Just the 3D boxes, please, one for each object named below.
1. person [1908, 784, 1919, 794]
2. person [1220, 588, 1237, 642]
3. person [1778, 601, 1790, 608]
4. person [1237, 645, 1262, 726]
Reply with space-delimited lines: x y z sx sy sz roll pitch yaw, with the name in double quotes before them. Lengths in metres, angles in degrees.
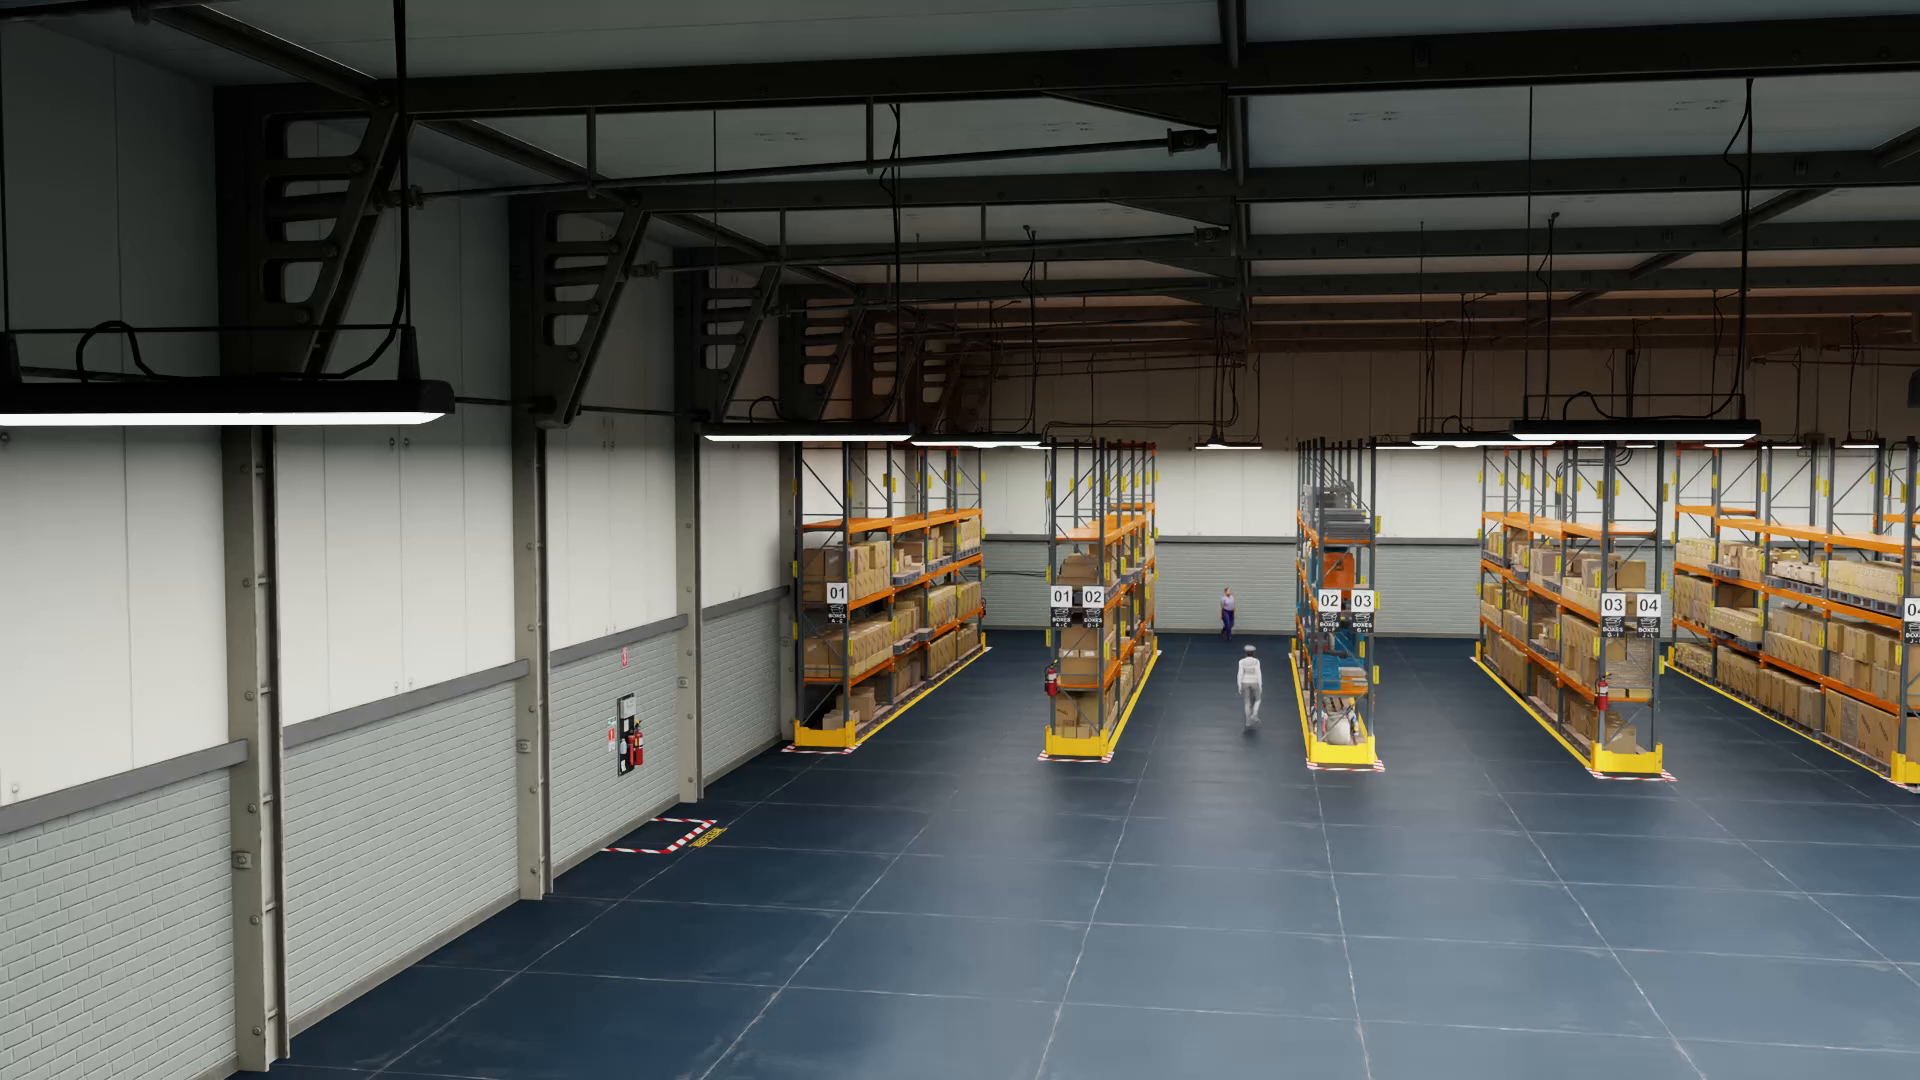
"person" 16.345 3.385 27.744 1.069 1.715 0.590 0 3 4
"person" 8.111 2.242 50.404 0.508 1.624 0.787 -2 3 -27
"person" 22.644 2.489 45.461 0.752 1.632 0.502 0 3 -8
"person" 6.050 3.040 34.727 0.515 1.675 0.448 1 3 19
